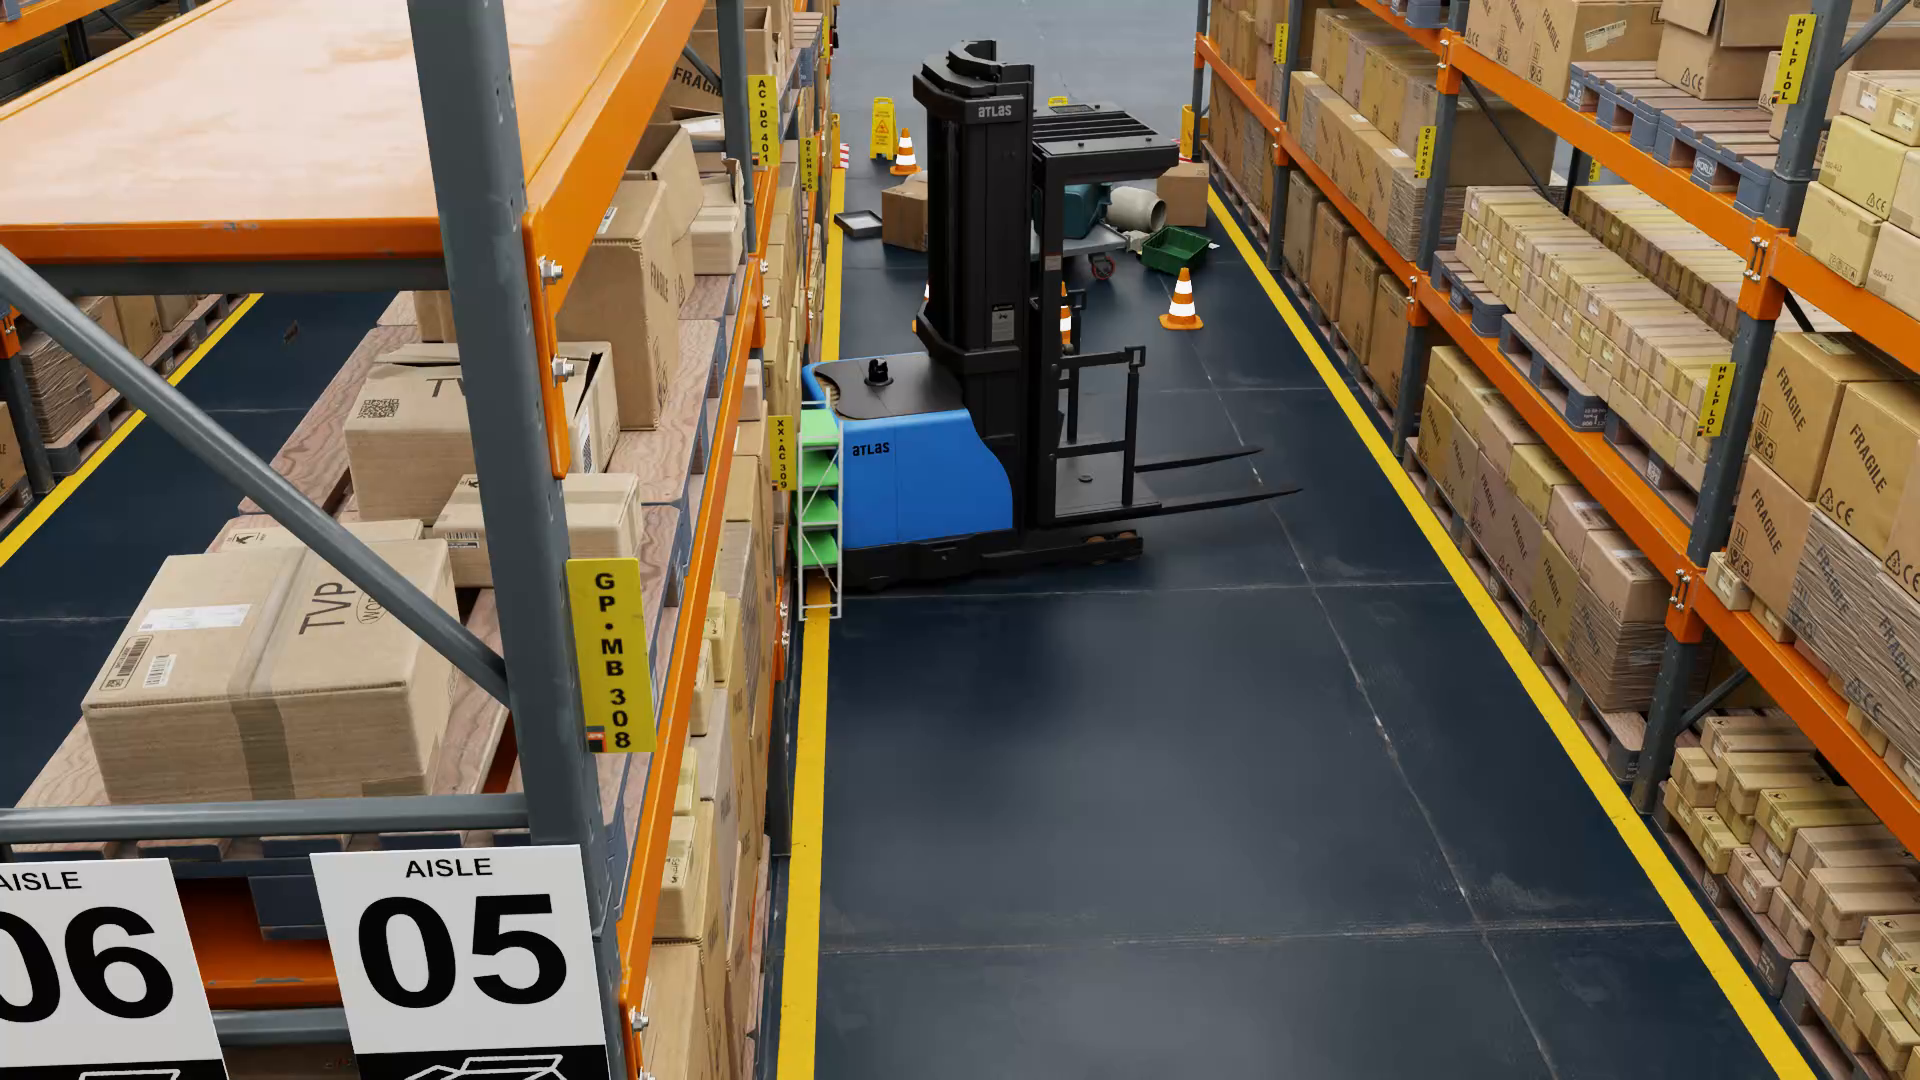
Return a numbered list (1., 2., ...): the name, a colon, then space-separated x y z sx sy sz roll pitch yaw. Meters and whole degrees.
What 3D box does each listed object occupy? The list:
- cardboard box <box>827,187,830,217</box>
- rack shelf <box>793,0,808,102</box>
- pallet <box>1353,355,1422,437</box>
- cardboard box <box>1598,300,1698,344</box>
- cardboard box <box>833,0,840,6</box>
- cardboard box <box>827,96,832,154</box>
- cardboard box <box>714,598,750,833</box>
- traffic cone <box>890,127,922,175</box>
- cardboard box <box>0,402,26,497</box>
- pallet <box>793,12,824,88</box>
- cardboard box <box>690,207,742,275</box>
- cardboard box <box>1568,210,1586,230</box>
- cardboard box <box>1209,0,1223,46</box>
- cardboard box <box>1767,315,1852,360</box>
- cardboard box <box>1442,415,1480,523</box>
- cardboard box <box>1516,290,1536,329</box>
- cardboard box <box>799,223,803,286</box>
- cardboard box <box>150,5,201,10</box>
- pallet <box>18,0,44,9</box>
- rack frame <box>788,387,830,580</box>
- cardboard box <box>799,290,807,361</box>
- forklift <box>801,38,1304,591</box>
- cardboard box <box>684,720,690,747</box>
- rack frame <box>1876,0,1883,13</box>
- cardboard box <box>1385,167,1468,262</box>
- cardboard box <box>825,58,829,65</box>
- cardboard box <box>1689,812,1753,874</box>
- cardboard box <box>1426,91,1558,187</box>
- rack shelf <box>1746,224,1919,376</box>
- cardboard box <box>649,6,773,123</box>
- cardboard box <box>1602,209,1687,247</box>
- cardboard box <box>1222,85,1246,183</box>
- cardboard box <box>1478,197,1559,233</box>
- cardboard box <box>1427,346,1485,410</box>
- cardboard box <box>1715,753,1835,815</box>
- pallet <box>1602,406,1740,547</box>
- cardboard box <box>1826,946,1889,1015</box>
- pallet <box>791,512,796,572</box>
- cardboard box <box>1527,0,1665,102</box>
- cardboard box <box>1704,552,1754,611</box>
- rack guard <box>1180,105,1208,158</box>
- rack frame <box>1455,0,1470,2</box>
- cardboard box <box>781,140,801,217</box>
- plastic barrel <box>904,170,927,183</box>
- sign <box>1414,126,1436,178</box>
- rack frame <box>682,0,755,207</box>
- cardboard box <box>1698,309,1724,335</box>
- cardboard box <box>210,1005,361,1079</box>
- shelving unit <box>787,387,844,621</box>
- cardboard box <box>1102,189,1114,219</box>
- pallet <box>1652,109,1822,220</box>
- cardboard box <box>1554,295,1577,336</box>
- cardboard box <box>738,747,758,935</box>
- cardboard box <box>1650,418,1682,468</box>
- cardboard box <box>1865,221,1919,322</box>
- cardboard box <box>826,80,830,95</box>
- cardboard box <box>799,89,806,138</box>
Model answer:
1. cardboard box: -1.483 -3.099 15.468 0.500 0.250 0.500 0 28 0
2. rack shelf: -1.578 -3.694 11.624 1.077 0.370 4.000 -1 28 -3
3. pallet: 3.498 -1.056 12.046 1.003 0.211 1.213 -1 28 -3
4. cardboard box: 3.408 -1.076 8.244 0.380 0.149 0.250 -2 28 -4
5. cardboard box: -1.498 -5.376 15.803 0.700 0.500 0.500 -2 28 -3
6. cardboard box: -1.559 -4.149 16.670 0.500 0.500 0.500 0 28 -1
7. cardboard box: -0.892 0.512 4.835 0.500 0.500 0.500 -1 28 -2
8. traffic cone: -0.581 -4.162 17.730 0.336 0.463 0.334 -1 28 -3
9. cardboard box: -6.194 -0.526 10.264 0.500 0.500 0.500 -1 28 -1
10. pallet: -1.387 -2.710 9.163 1.213 0.211 1.003 0 28 0
11. cardboard box: -0.898 -0.952 5.298 0.380 0.149 0.250 -1 28 -1
12. cardboard box: 3.945 -1.916 10.175 0.380 0.149 0.250 -1 28 -2
13. cardboard box: 3.111 -5.517 17.422 0.875 0.550 0.550 -1 28 -3
14. cardboard box: 4.070 -0.973 8.046 0.380 0.149 0.250 -2 28 -3
15. cardboard box: 3.276 -0.439 10.097 0.500 0.500 0.500 -1 28 -2
16. cardboard box: 3.346 -1.293 9.304 0.380 0.149 0.250 -1 28 -1
17. cardboard box: -1.195 -1.697 9.882 0.500 0.250 0.500 -1 28 -3
18. cardboard box: -6.992 -4.682 14.851 0.380 0.149 0.250 -2 28 -3
19. pallet: -6.617 -3.712 11.084 1.003 0.211 1.213 0 28 0
20. rack frame: -0.871 -0.307 9.540 0.240 1.200 0.015 -4 27 -12
21. cardboard box: -1.146 -1.230 9.528 0.500 0.250 0.500 -1 28 -2
22. forklift: 0.602 -1.379 9.724 3.031 2.935 1.130 -8 28 -14
23. cardboard box: -0.880 0.506 4.146 0.380 0.149 0.250 -1 28 -2
24. rack frame: 8.214 -3.846 14.381 1.000 3.000 0.127 -1 28 -3
25. cardboard box: 3.173 -2.172 11.062 0.500 0.500 0.500 -1 28 -3
26. cardboard box: -1.499 -4.824 16.527 0.380 0.149 0.250 -1 28 -2
27. cardboard box: 3.385 1.298 7.147 0.380 0.149 0.250 -1 28 -1
28. cardboard box: 3.451 -2.621 10.843 0.700 0.500 0.500 -2 28 -3
29. rack shelf: 3.778 -0.166 4.859 1.077 0.370 4.000 -1 28 -3
30. cardboard box: -1.021 -1.887 6.819 0.500 0.500 0.500 -2 28 -4
31. cardboard box: 3.972 -1.812 9.655 0.380 0.149 0.250 -1 28 -1
32. cardboard box: 3.196 -4.147 16.801 0.875 0.875 0.875 -2 28 -3
33. cardboard box: 3.312 -1.922 9.867 0.380 0.149 0.250 -2 28 -4
34. cardboard box: 3.258 -1.012 10.385 0.500 0.250 0.500 -3 28 -5
35. cardboard box: 3.439 1.028 7.021 0.380 0.149 0.250 0 28 0
36. pallet: 3.778 -0.350 7.885 1.003 0.211 1.213 -1 28 -3
37. cardboard box: 3.476 1.639 6.171 0.380 0.149 0.250 -2 28 -3
38. pallet: -1.508 -0.158 10.324 1.003 0.211 1.213 -1 28 -3
39. cardboard box: 3.293 -2.569 8.580 0.500 0.500 0.500 -1 28 -3
40. cardboard box: 3.361 0.171 6.950 0.380 0.149 0.250 0 28 -1
41. rack guard: 3.045 -4.523 18.382 1.175 0.500 0.348 -1 28 -3
42. rack frame: 3.464 -4.586 9.312 1.000 3.000 0.127 -1 28 -3
43. cardboard box: -1.186 -2.015 9.680 0.500 0.500 0.500 -2 28 -4
44. plastic barrel: -0.272 -3.395 16.301 0.512 0.421 0.421 19 33 32
45. sign: 2.910 -2.424 10.403 0.100 0.325 0.005 -1 28 -3
46. rack frame: -1.265 -2.573 5.451 1.000 3.000 0.127 -1 28 -3
47. cardboard box: 4.038 -1.084 8.581 0.380 0.149 0.250 -2 28 -4
48. cardboard box: -1.275 0.998 3.201 0.380 0.149 0.250 -1 28 -2
49. shelving unit: -0.819 -0.198 9.327 0.258 1.200 0.503 -4 27 -12
50. cardboard box: 1.326 -3.310 16.310 0.396 0.266 0.258 3 28 6
51. pallet: 3.747 -1.613 7.059 1.213 0.211 1.003 -1 28 -3
52. cardboard box: 3.376 -1.185 8.775 0.380 0.149 0.250 0 28 -1
53. cardboard box: -0.900 0.963 5.053 0.500 0.500 0.500 0 28 -1
54. cardboard box: 3.440 -0.452 7.691 0.380 0.149 0.250 -1 28 -2
55. cardboard box: 3.469 -0.891 5.633 0.500 0.250 0.500 -2 28 -3
56. cardboard box: -1.503 -4.510 16.660 0.380 0.149 0.250 -1 28 -1
57. cardboard box: -1.335 -2.821 11.532 0.500 0.500 0.500 -1 28 -2
